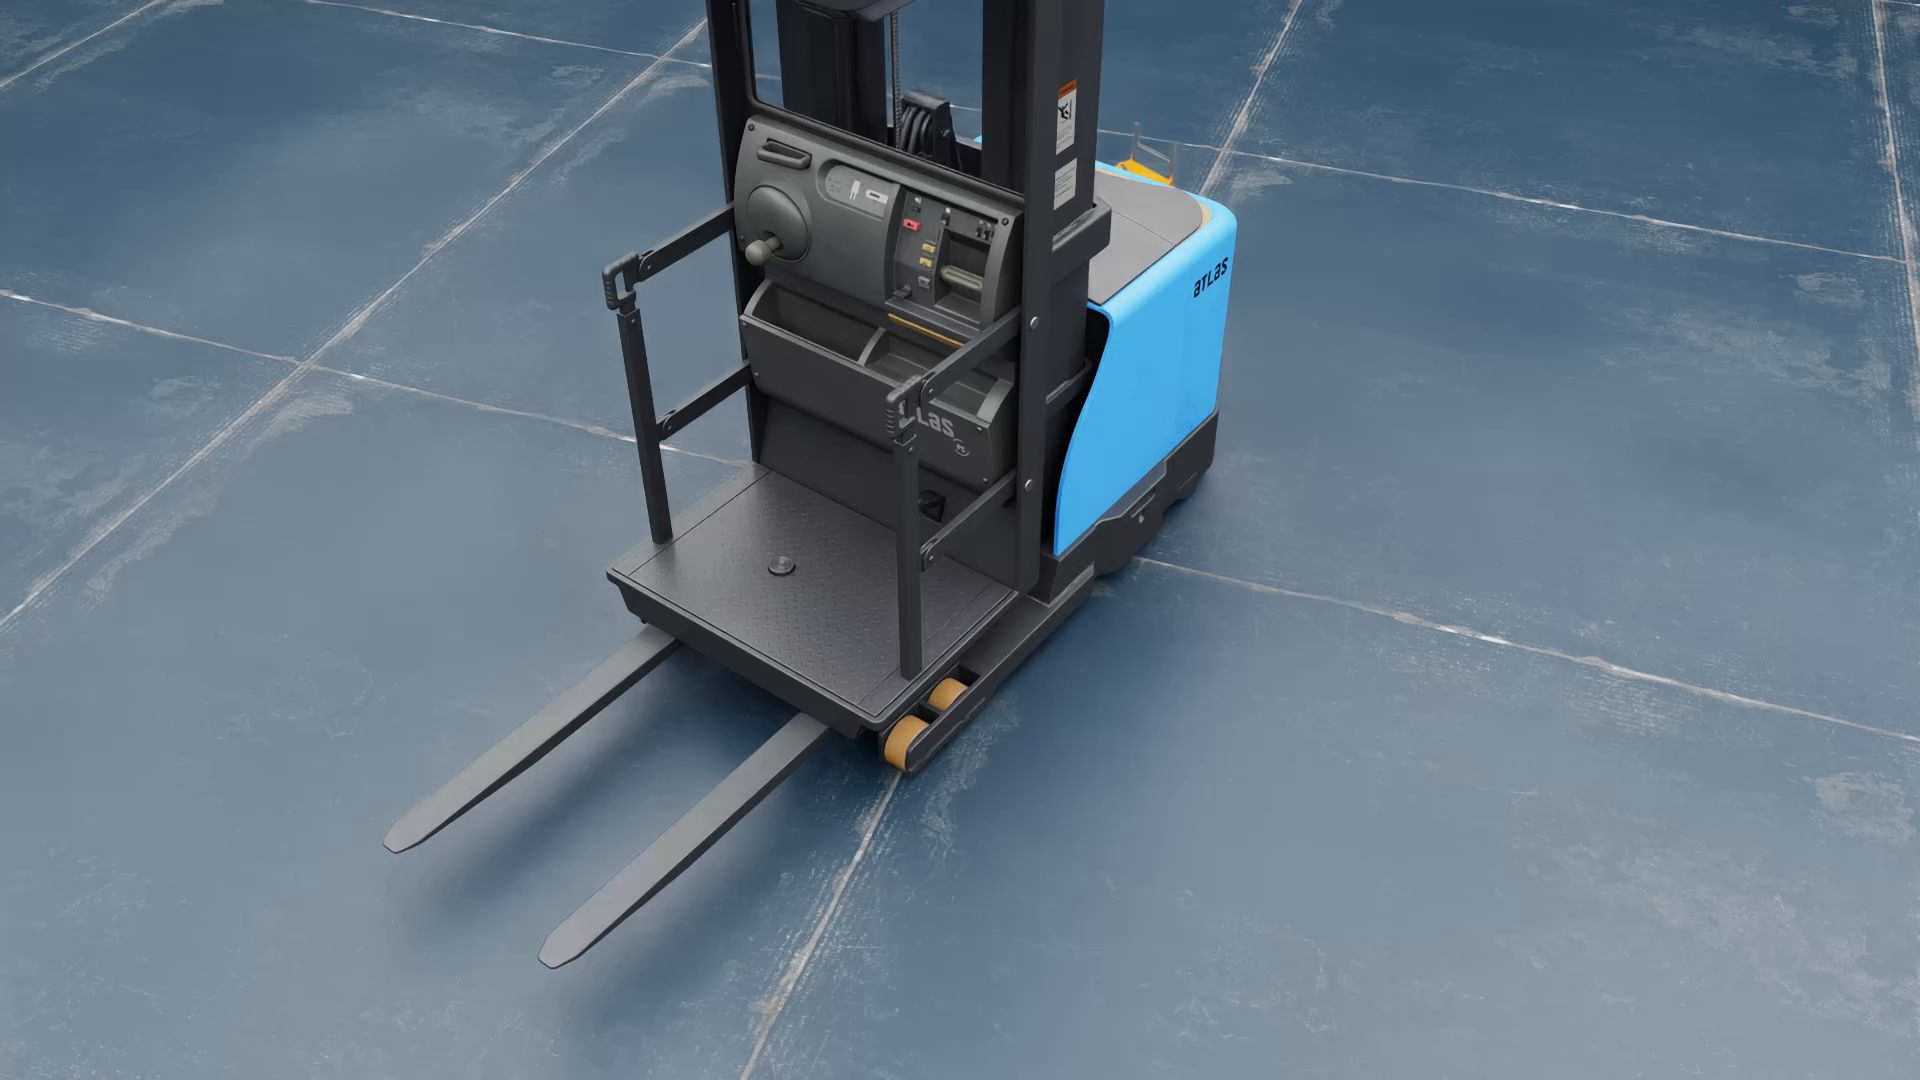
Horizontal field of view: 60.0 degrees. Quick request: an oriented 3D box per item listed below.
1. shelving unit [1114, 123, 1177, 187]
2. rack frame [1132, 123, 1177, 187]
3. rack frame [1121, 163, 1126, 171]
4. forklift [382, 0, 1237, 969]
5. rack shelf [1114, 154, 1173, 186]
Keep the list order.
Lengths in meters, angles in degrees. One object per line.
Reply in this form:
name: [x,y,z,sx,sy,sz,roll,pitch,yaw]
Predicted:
shelving unit: [0.584,-0.970,6.076,0.252,1.050,0.215,-29,49,-29]
rack frame: [0.677,-1.021,6.135,0.008,1.050,0.200,-29,49,-29]
rack frame: [0.490,-0.919,6.016,0.008,1.050,0.200,-29,49,-29]
forklift: [-0.376,-0.790,4.417,1.130,2.935,3.031,26,47,27]
rack shelf: [0.586,-1.176,5.896,0.240,0.259,0.215,-29,49,-29]
